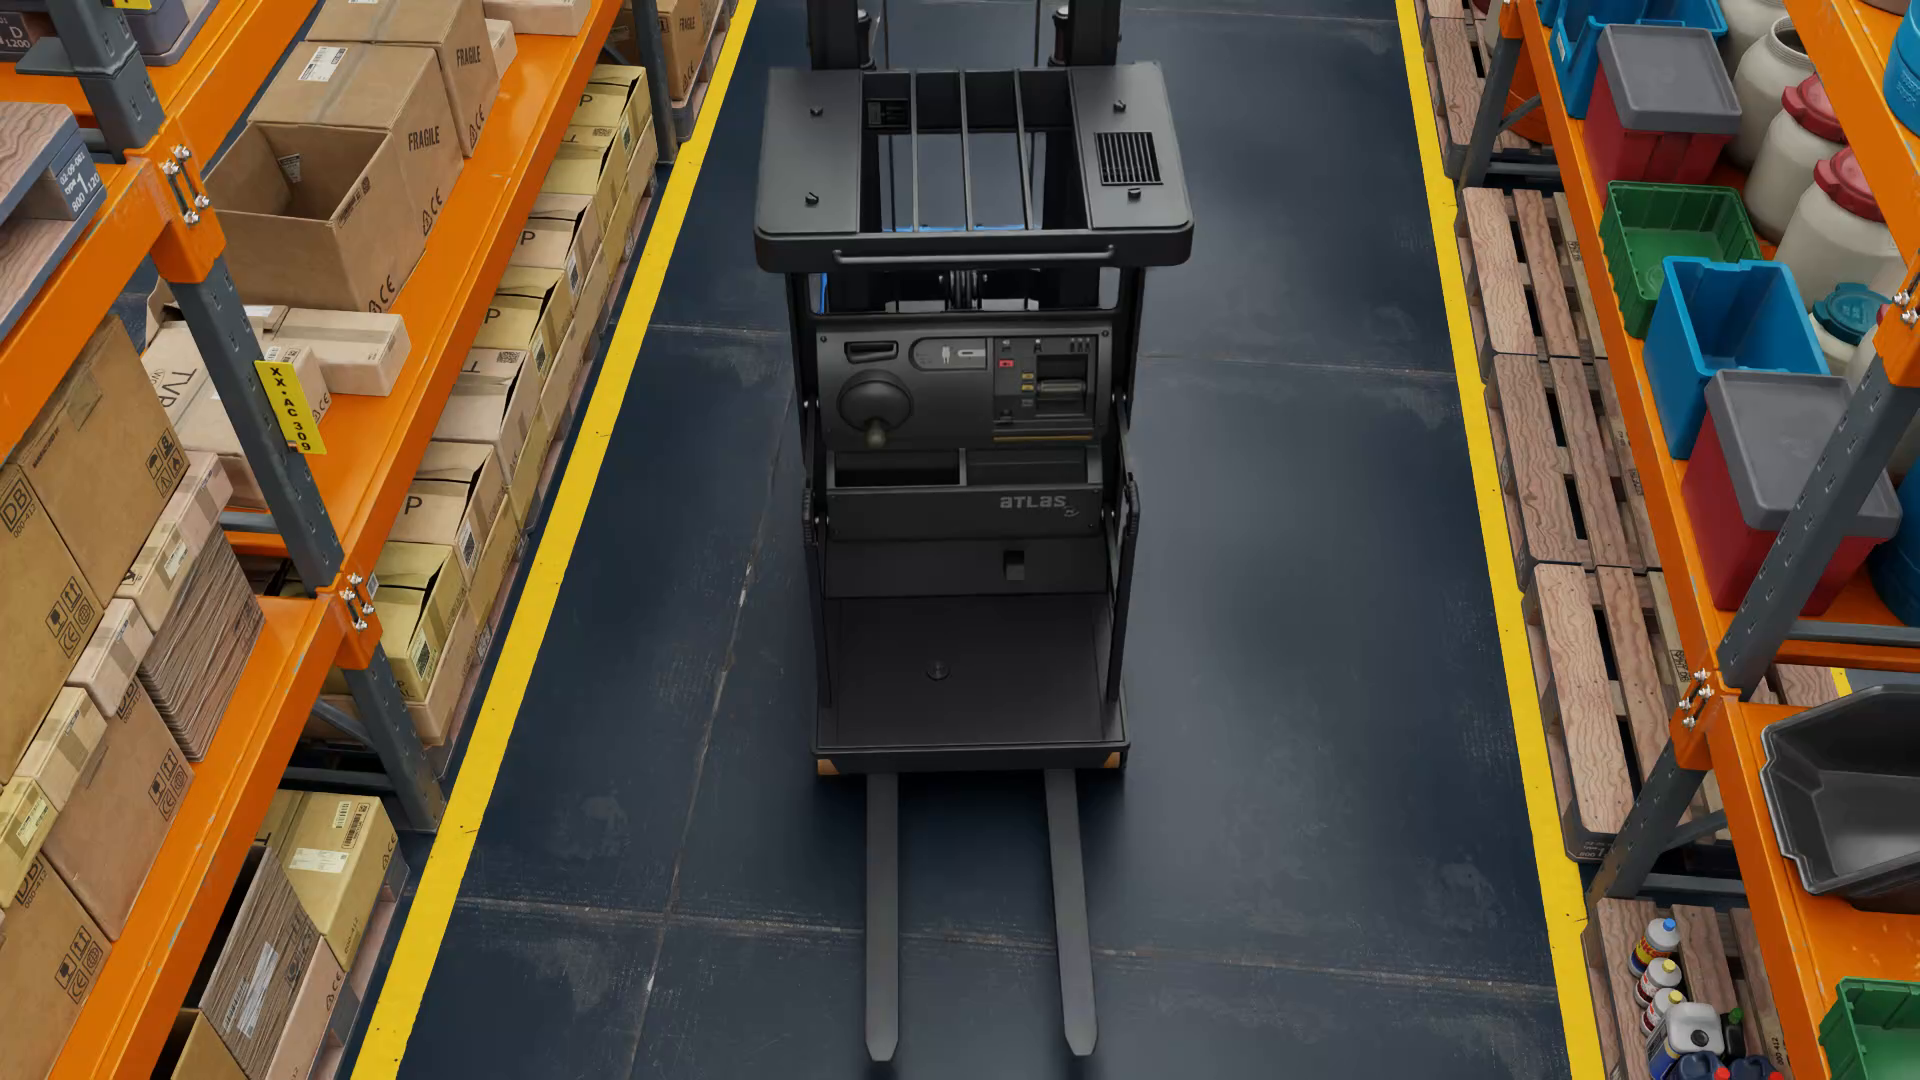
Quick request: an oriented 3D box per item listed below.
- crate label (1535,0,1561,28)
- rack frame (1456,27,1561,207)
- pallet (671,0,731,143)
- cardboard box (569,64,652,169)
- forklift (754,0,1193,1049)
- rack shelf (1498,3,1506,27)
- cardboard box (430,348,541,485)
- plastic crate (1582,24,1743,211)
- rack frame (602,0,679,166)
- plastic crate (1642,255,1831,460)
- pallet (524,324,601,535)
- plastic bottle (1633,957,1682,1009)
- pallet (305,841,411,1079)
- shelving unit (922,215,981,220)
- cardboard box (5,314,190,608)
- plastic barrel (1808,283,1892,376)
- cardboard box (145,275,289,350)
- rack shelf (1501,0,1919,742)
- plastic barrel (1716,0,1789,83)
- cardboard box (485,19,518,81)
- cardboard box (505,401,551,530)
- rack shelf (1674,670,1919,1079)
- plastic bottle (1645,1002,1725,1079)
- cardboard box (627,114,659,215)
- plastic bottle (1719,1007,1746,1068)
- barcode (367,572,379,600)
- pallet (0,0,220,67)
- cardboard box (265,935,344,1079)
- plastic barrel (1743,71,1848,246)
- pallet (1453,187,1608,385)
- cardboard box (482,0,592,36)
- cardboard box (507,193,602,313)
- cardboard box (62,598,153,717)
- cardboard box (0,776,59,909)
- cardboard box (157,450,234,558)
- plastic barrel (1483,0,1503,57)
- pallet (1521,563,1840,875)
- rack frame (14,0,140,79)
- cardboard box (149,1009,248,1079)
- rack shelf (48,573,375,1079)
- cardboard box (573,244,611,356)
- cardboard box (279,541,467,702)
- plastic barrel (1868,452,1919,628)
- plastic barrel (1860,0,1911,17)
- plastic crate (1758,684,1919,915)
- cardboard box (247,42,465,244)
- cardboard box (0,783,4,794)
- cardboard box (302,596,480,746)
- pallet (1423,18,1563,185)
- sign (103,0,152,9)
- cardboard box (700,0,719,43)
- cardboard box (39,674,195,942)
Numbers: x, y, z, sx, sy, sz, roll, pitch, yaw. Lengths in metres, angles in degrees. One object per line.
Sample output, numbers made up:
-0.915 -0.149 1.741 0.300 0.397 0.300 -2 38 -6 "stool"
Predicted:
2.566 -2.327 6.959 0.303 0.233 0.416 4 48 4 "crate label"
2.977 -2.668 7.157 1.000 3.000 0.127 4 48 4 "rack frame"
-1.849 -2.609 8.993 1.003 0.211 1.213 4 48 4 "pallet"
-1.758 -2.005 7.750 0.500 0.311 0.500 5 48 5 "cardboard box"
0.022 -0.422 5.150 1.130 2.935 3.031 -1 48 -1 "forklift"
3.160 -3.895 8.767 1.077 0.370 4.000 4 48 4 "rack shelf"
-1.937 -0.502 6.375 0.500 0.311 0.500 2 48 2 "cardboard box"
2.525 -1.522 6.066 0.402 0.464 0.583 4 48 4 "plastic crate"
-1.955 -3.004 7.464 1.000 3.000 0.127 4 48 4 "rack frame"
2.404 -0.554 5.235 0.392 0.384 0.575 4 48 4 "plastic crate"
-2.183 -0.566 7.125 1.003 0.211 1.213 4 48 4 "pallet"
2.138 1.347 5.084 0.097 0.201 0.097 0 48 0 "plastic bottle"
-2.434 1.458 5.273 1.003 0.211 1.213 4 48 4 "pallet"
-0.030 -0.934 6.994 0.258 0.900 0.210 -1 48 -1 "shelving unit"
-2.354 -0.209 3.962 0.700 0.500 0.500 4 48 4 "cardboard box"
2.886 -0.644 5.400 0.301 0.262 0.301 0 48 0 "plastic barrel"
-2.422 -0.677 5.428 0.396 0.266 0.258 3 48 3 "cardboard box"
2.795 -0.955 6.078 1.077 0.370 4.000 4 48 4 "rack shelf"
3.096 -1.935 6.411 0.421 0.512 0.421 0 48 0 "plastic barrel"
-2.015 -1.978 6.696 0.380 0.149 0.250 7 48 6 "cardboard box"
-1.944 -0.314 6.583 0.500 0.250 0.500 3 48 2 "cardboard box"
2.431 1.984 3.390 1.077 0.370 4.000 4 48 4 "rack shelf"
2.145 1.487 4.905 0.152 0.276 0.135 5 48 5 "plastic bottle"
-1.760 -1.814 7.955 0.500 0.250 0.500 5 48 4 "cardboard box"
2.251 1.491 4.896 0.061 0.283 0.133 4 48 4 "plastic bottle"
-1.882 0.147 5.328 0.001 0.075 0.075 4 48 4 "barcode"
-2.252 -1.661 4.333 0.805 0.209 1.217 2 48 2 "pallet"
-2.200 1.444 4.975 0.500 0.250 0.500 4 48 4 "cardboard box"
3.025 -1.320 5.832 0.433 0.535 0.433 0 48 0 "plastic barrel"
2.868 -1.160 7.668 1.003 0.211 1.213 4 48 4 "pallet"
-1.762 -2.239 6.936 0.380 0.149 0.250 4 48 4 "cardboard box"
-1.847 -1.252 7.061 0.500 0.311 0.500 4 48 3 "cardboard box"
-2.177 0.272 3.962 0.380 0.149 0.250 3 48 2 "cardboard box"
-2.226 0.645 3.620 0.380 0.149 0.250 4 48 3 "cardboard box"
-2.131 -0.103 4.304 0.380 0.149 0.250 4 48 3 "cardboard box"
2.967 -2.751 8.635 0.421 0.512 0.421 0 48 0 "plastic barrel"
2.646 0.633 6.028 1.003 0.211 1.213 4 48 4 "pallet"
-2.320 -2.089 2.562 1.000 3.000 0.127 4 48 4 "rack frame"
-2.243 1.559 4.362 0.500 0.500 0.500 4 48 4 "cardboard box"
-2.502 1.648 3.697 1.077 0.370 4.000 4 48 4 "rack shelf"
-1.852 -1.066 7.271 0.500 0.250 0.500 5 48 4 "cardboard box"
-2.034 0.246 5.691 0.500 0.311 0.500 4 48 4 "cardboard box"
2.950 -0.161 4.525 0.600 0.901 0.708 4 48 4 "plastic barrel"
2.503 -1.779 3.972 0.600 0.901 0.600 0 48 0 "plastic barrel"
2.438 0.669 4.148 0.767 0.338 0.504 4 48 4 "plastic crate"
-2.140 -1.416 5.945 0.500 0.500 0.500 4 48 4 "cardboard box"
-2.445 0.530 3.286 0.700 0.500 0.500 4 48 4 "cardboard box"
-2.036 0.442 5.891 0.500 0.250 0.500 3 48 3 "cardboard box"
3.008 -2.309 8.719 1.003 0.211 1.213 4 48 4 "pallet"
-1.767 -1.242 3.416 0.100 0.325 0.005 4 48 4 "sign"
-1.587 -3.009 8.865 0.500 0.500 0.500 2 48 2 "cardboard box"
-2.395 0.617 4.086 0.700 0.500 0.500 3 48 3 "cardboard box"
